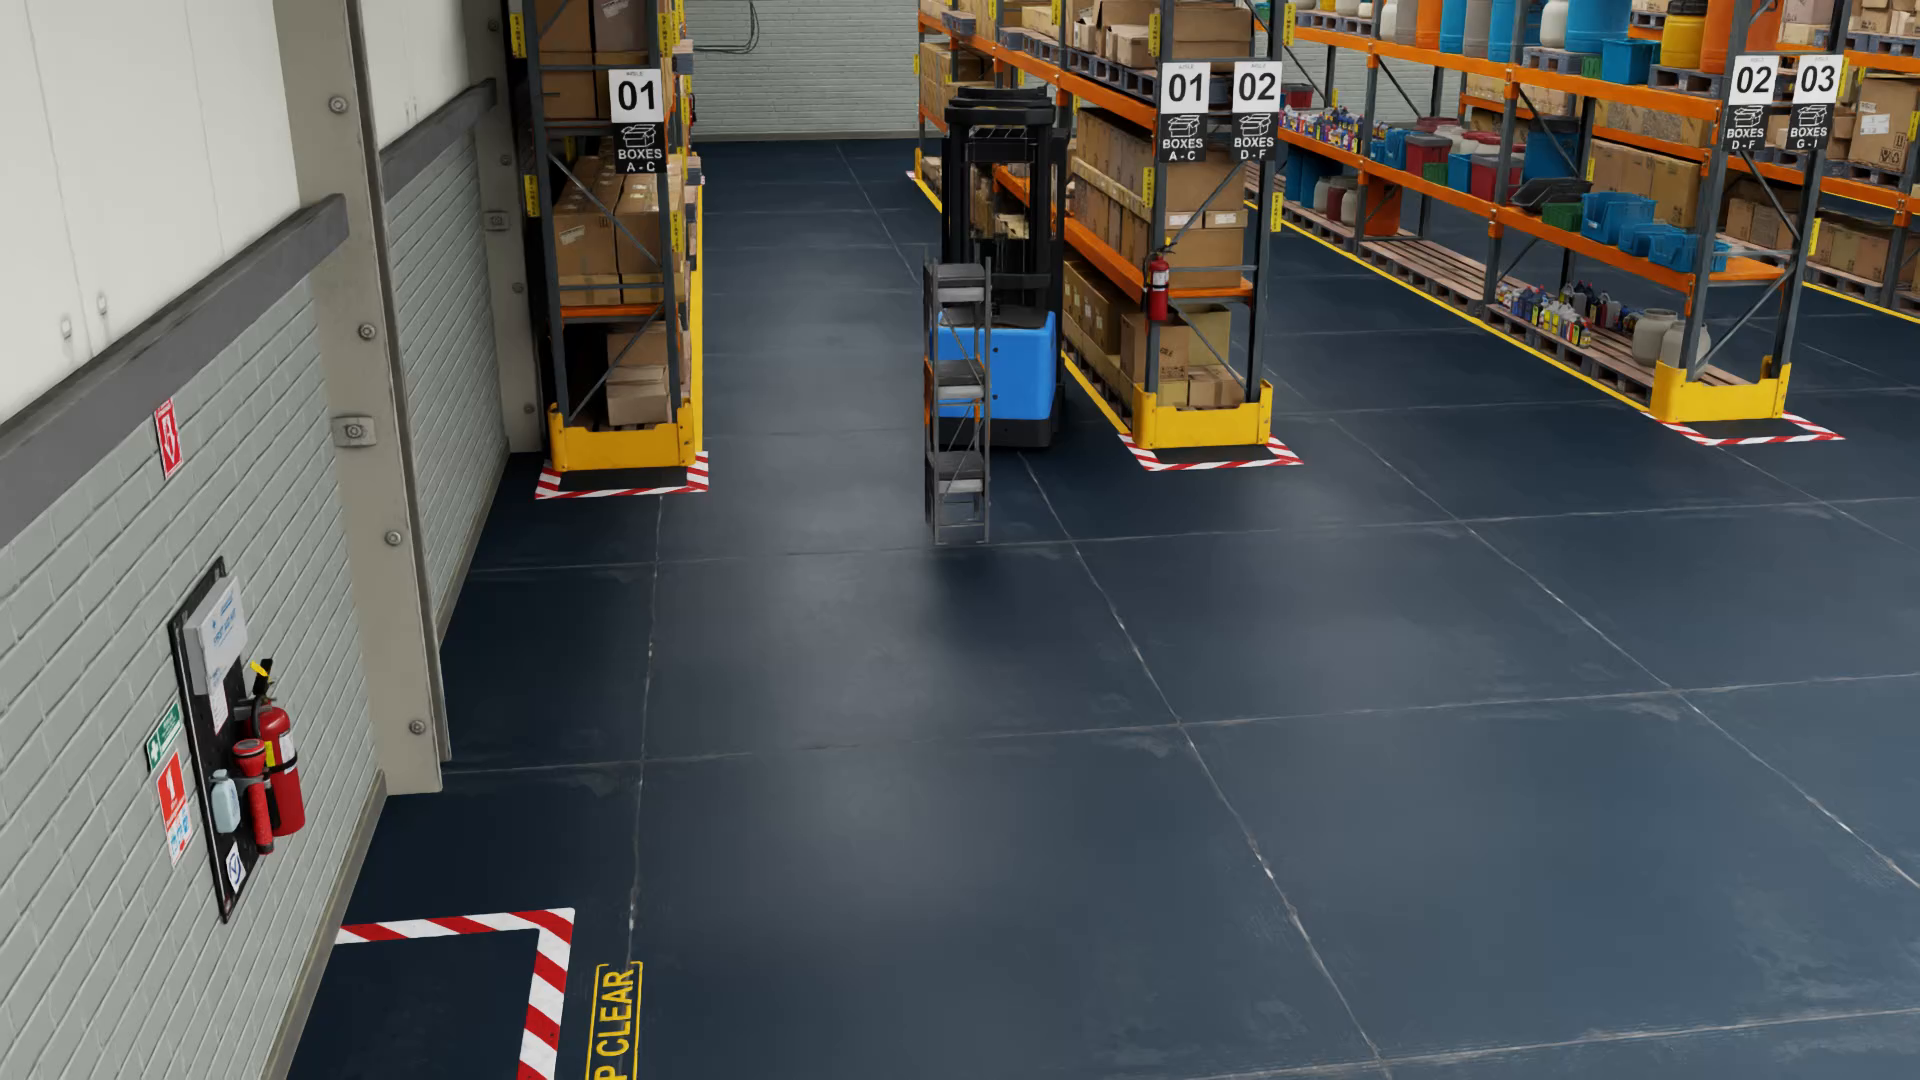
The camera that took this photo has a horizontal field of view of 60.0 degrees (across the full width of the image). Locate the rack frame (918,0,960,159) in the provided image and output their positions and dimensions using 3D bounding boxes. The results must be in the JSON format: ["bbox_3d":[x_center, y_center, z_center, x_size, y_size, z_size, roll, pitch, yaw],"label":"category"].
[{"bbox_3d":[-0.208,-7.821,28.868,1.000,3.000,0.127,-3,21,-8],"label":"rack frame"}]

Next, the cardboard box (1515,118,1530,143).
[{"bbox_3d":[10.027,-6.679,28.249,0.875,0.875,0.875,-3,21,-8],"label":"cardboard box"}]

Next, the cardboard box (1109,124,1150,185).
[{"bbox_3d":[1.810,-3.646,15.693,0.700,0.500,0.500,-3,21,-8],"label":"cardboard box"}]

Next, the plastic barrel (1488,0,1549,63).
[{"bbox_3d":[6.136,-5.719,18.239,0.600,0.901,0.708,-3,21,-8],"label":"plastic barrel"}]

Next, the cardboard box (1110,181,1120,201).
[{"bbox_3d":[1.630,-3.291,15.671,0.380,0.149,0.250,-3,21,-8],"label":"cardboard box"}]

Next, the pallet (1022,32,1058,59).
[{"bbox_3d":[1.296,-5.750,19.307,1.003,0.211,1.213,-2,21,-5],"label":"pallet"}]

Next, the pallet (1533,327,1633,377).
[{"bbox_3d":[6.659,-1.950,17.135,1.003,0.211,1.213,-3,21,-8],"label":"pallet"}]

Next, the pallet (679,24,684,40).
[{"bbox_3d":[-4.101,-6.336,20.877,1.213,0.211,1.003,-2,21,-5],"label":"pallet"}]

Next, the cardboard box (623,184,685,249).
[{"bbox_3d":[-2.704,-2.851,14.677,0.500,0.500,0.500,-4,21,-10],"label":"cardboard box"}]

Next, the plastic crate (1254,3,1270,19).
[{"bbox_3d":[4.824,-8.310,26.131,0.416,0.233,0.300,-3,21,-8],"label":"plastic crate"}]

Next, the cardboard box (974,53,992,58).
[{"bbox_3d":[0.505,-7.307,25.920,0.500,0.500,0.500,-4,21,-9],"label":"cardboard box"}]

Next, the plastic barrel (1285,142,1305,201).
[{"bbox_3d":[5.333,-5.709,25.612,0.600,0.901,0.708,-3,21,-8],"label":"plastic barrel"}]

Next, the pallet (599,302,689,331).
[{"bbox_3d":[-3.493,-2.378,18.281,1.003,0.211,1.213,-3,21,-8],"label":"pallet"}]

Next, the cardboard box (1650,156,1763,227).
[{"bbox_3d":[10.670,-4.990,23.727,1.225,0.875,0.875,-4,21,-10],"label":"cardboard box"}]

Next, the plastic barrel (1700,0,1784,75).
[{"bbox_3d":[6.805,-4.494,14.461,0.600,0.830,0.708,-3,21,-8],"label":"plastic barrel"}]

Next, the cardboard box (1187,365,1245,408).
[{"bbox_3d":[2.242,-1.386,14.971,0.500,0.250,0.500,-3,21,-8],"label":"cardboard box"}]

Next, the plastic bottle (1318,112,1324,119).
[{"bbox_3d":[5.527,-6.458,25.504,0.097,0.201,0.097,0,20,0],"label":"plastic bottle"}]

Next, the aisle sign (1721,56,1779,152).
[{"bbox_3d":[6.718,-3.707,14.139,0.394,0.787,0.004,-3,21,-8],"label":"aisle sign"}]

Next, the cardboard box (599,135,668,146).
[{"bbox_3d":[-3.618,-4.266,18.578,0.700,0.500,0.500,0,20,0],"label":"cardboard box"}]

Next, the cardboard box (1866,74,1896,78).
[{"bbox_3d":[14.697,-7.347,26.509,0.380,0.149,0.250,-2,21,-5],"label":"cardboard box"}]

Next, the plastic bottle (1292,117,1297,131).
[{"bbox_3d":[5.017,-6.210,24.839,0.097,0.201,0.097,0,20,0],"label":"plastic bottle"}]

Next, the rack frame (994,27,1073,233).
[{"bbox_3d":[0.946,-5.051,21.452,1.000,3.000,0.127,-3,21,-8],"label":"rack frame"}]

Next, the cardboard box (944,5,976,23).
[{"bbox_3d":[0.036,-7.925,25.076,0.500,0.250,0.500,-3,21,-8],"label":"cardboard box"}]

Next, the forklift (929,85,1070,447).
[{"bbox_3d":[0.410,-2.635,15.083,1.130,2.935,3.031,2,21,6],"label":"forklift"}]

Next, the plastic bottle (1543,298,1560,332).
[{"bbox_3d":[6.219,-2.366,17.422,0.144,0.351,0.185,-3,21,-8],"label":"plastic bottle"}]

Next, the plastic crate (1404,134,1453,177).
[{"bbox_3d":[5.778,-4.754,20.567,0.402,0.464,0.583,-3,21,-8],"label":"plastic crate"}]

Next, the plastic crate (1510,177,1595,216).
[{"bbox_3d":[6.374,-3.698,17.918,0.767,0.338,0.504,-3,21,-8],"label":"plastic crate"}]

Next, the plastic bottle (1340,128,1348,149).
[{"bbox_3d":[5.308,-5.546,22.961,0.097,0.271,0.097,0,20,0],"label":"plastic bottle"}]

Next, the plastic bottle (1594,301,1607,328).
[{"bbox_3d":[6.791,-2.399,17.606,0.061,0.283,0.133,-3,21,-8],"label":"plastic bottle"}]

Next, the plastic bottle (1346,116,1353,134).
[{"bbox_3d":[5.705,-6.063,24.346,0.097,0.271,0.097,0,20,0],"label":"plastic bottle"}]

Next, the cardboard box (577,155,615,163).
[{"bbox_3d":[-3.518,-3.532,16.499,0.500,0.500,0.500,-3,21,-9],"label":"cardboard box"}]

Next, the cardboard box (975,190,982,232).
[{"bbox_3d":[0.504,-4.577,23.127,0.500,0.500,0.500,-4,21,-10],"label":"cardboard box"}]

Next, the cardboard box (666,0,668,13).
[{"bbox_3d":[-2.725,-4.458,13.978,0.500,0.500,0.500,-2,21,-6],"label":"cardboard box"}]

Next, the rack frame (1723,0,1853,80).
[{"bbox_3d":[7.001,-5.340,13.651,1.000,3.000,0.127,-3,21,-8],"label":"rack frame"}]

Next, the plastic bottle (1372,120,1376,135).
[{"bbox_3d":[5.905,-5.887,23.869,0.152,0.276,0.135,-3,21,-8],"label":"plastic bottle"}]

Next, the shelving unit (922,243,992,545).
[{"bbox_3d":[-0.024,-1.041,12.002,0.431,2.100,0.503,-3,21,-8],"label":"shelving unit"}]

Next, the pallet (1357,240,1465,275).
[{"bbox_3d":[5.921,-3.723,21.882,1.003,0.211,1.213,-3,21,-8],"label":"pallet"}]

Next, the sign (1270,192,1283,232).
[{"bbox_3d":[2.649,-2.749,13.940,0.100,0.325,0.005,-3,21,-8],"label":"sign"}]

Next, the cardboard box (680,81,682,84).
[{"bbox_3d":[-4.000,-6.052,22.464,0.500,0.250,0.500,-3,21,-9],"label":"cardboard box"}]

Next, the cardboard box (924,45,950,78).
[{"bbox_3d":[-0.322,-7.988,27.745,0.500,0.500,0.500,-3,21,-7],"label":"cardboard box"}]

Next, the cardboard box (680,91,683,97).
[{"bbox_3d":[-3.770,-5.527,21.058,0.500,0.250,0.500,-2,21,-6],"label":"cardboard box"}]

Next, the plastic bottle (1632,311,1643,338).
[{"bbox_3d":[6.999,-2.219,17.142,0.097,0.271,0.097,0,20,0],"label":"plastic bottle"}]

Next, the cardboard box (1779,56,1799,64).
[{"bbox_3d":[14.530,-8.488,28.658,0.500,0.500,0.500,-4,21,-9],"label":"cardboard box"}]

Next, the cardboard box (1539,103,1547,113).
[{"bbox_3d":[9.730,-7.083,27.253,0.380,0.149,0.250,-3,21,-9],"label":"cardboard box"}]

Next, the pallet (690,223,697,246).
[{"bbox_3d":[-4.167,-4.191,23.137,1.003,0.211,1.213,-3,21,-8],"label":"pallet"}]

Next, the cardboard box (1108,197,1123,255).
[{"bbox_3d":[1.818,-3.026,15.887,0.700,0.500,0.500,-2,21,-6],"label":"cardboard box"}]

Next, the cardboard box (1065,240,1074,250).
[{"bbox_3d":[1.029,-3.316,19.334,0.500,0.311,0.500,-3,21,-8],"label":"cardboard box"}]

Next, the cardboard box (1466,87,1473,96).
[{"bbox_3d":[9.321,-8.062,29.872,0.380,0.149,0.250,-3,21,-7],"label":"cardboard box"}]

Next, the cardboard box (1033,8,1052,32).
[{"bbox_3d":[1.160,-6.247,19.983,0.500,0.250,0.500,-2,21,-6],"label":"cardboard box"}]

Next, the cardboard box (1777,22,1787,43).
[{"bbox_3d":[10.639,-6.531,21.342,0.500,0.250,0.500,-2,21,-6],"label":"cardboard box"}]

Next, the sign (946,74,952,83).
[{"bbox_3d":[-0.167,-6.811,24.928,0.100,0.325,0.005,-3,21,-8],"label":"sign"}]

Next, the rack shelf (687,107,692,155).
[{"bbox_3d":[-4.821,-6.540,26.467,1.077,0.370,4.000,-3,21,-8],"label":"rack shelf"}]

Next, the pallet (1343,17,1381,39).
[{"bbox_3d":[5.834,-6.886,22.348,1.003,0.211,1.213,-3,21,-8],"label":"pallet"}]

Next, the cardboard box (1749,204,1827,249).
[{"bbox_3d":[10.958,-4.162,22.016,0.700,0.500,0.500,-5,21,-12],"label":"cardboard box"}]

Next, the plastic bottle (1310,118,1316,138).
[{"bbox_3d":[5.132,-5.968,24.092,0.097,0.271,0.097,0,20,0],"label":"plastic bottle"}]

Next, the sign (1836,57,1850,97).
[{"bbox_3d":[7.546,-3.965,14.245,0.100,0.325,0.005,-3,21,-8],"label":"sign"}]

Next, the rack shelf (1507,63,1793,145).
[{"bbox_3d":[6.713,-4.290,16.156,1.077,0.370,4.000,-3,21,-8],"label":"rack shelf"}]
